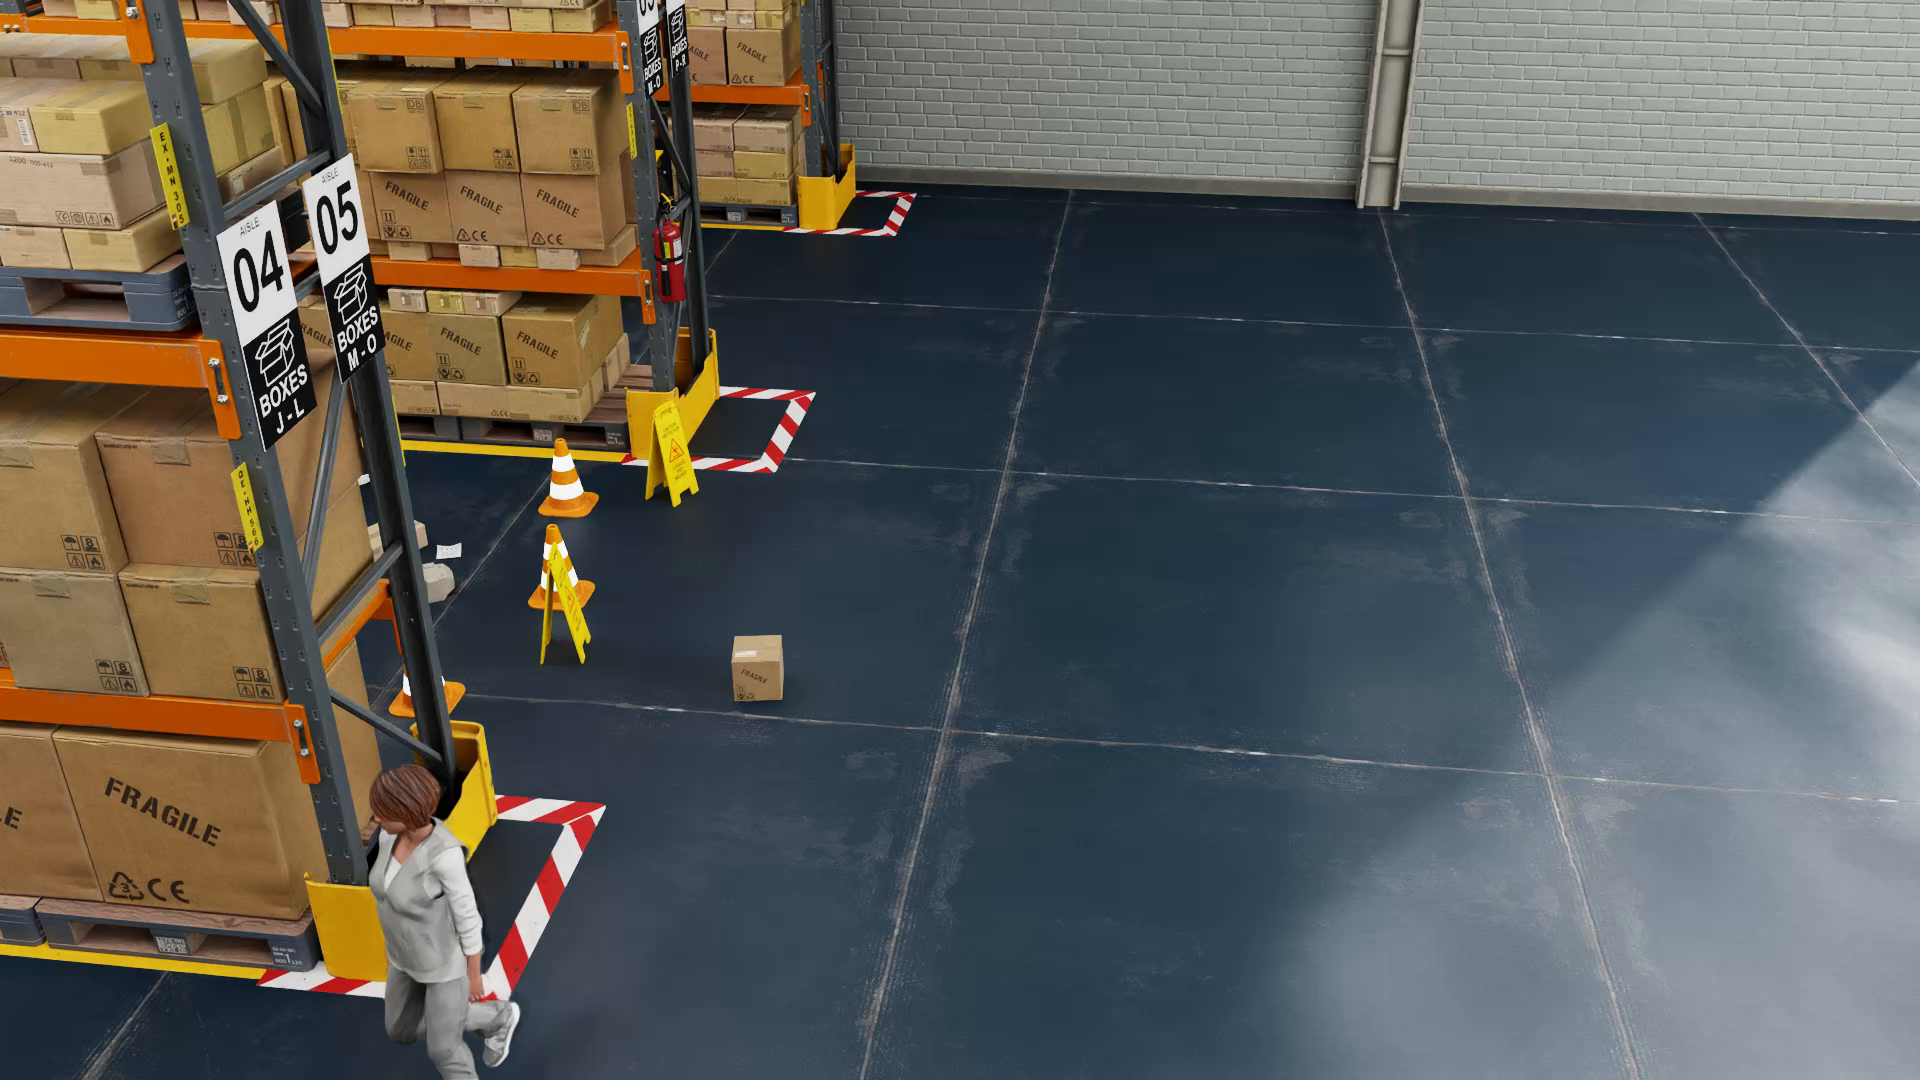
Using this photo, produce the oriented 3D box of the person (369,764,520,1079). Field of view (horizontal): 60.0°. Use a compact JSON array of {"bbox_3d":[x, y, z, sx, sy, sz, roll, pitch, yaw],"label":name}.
[{"bbox_3d":[-1.847,1.470,5.919,0.436,1.577,0.582,20,35,32],"label":"person"}]
